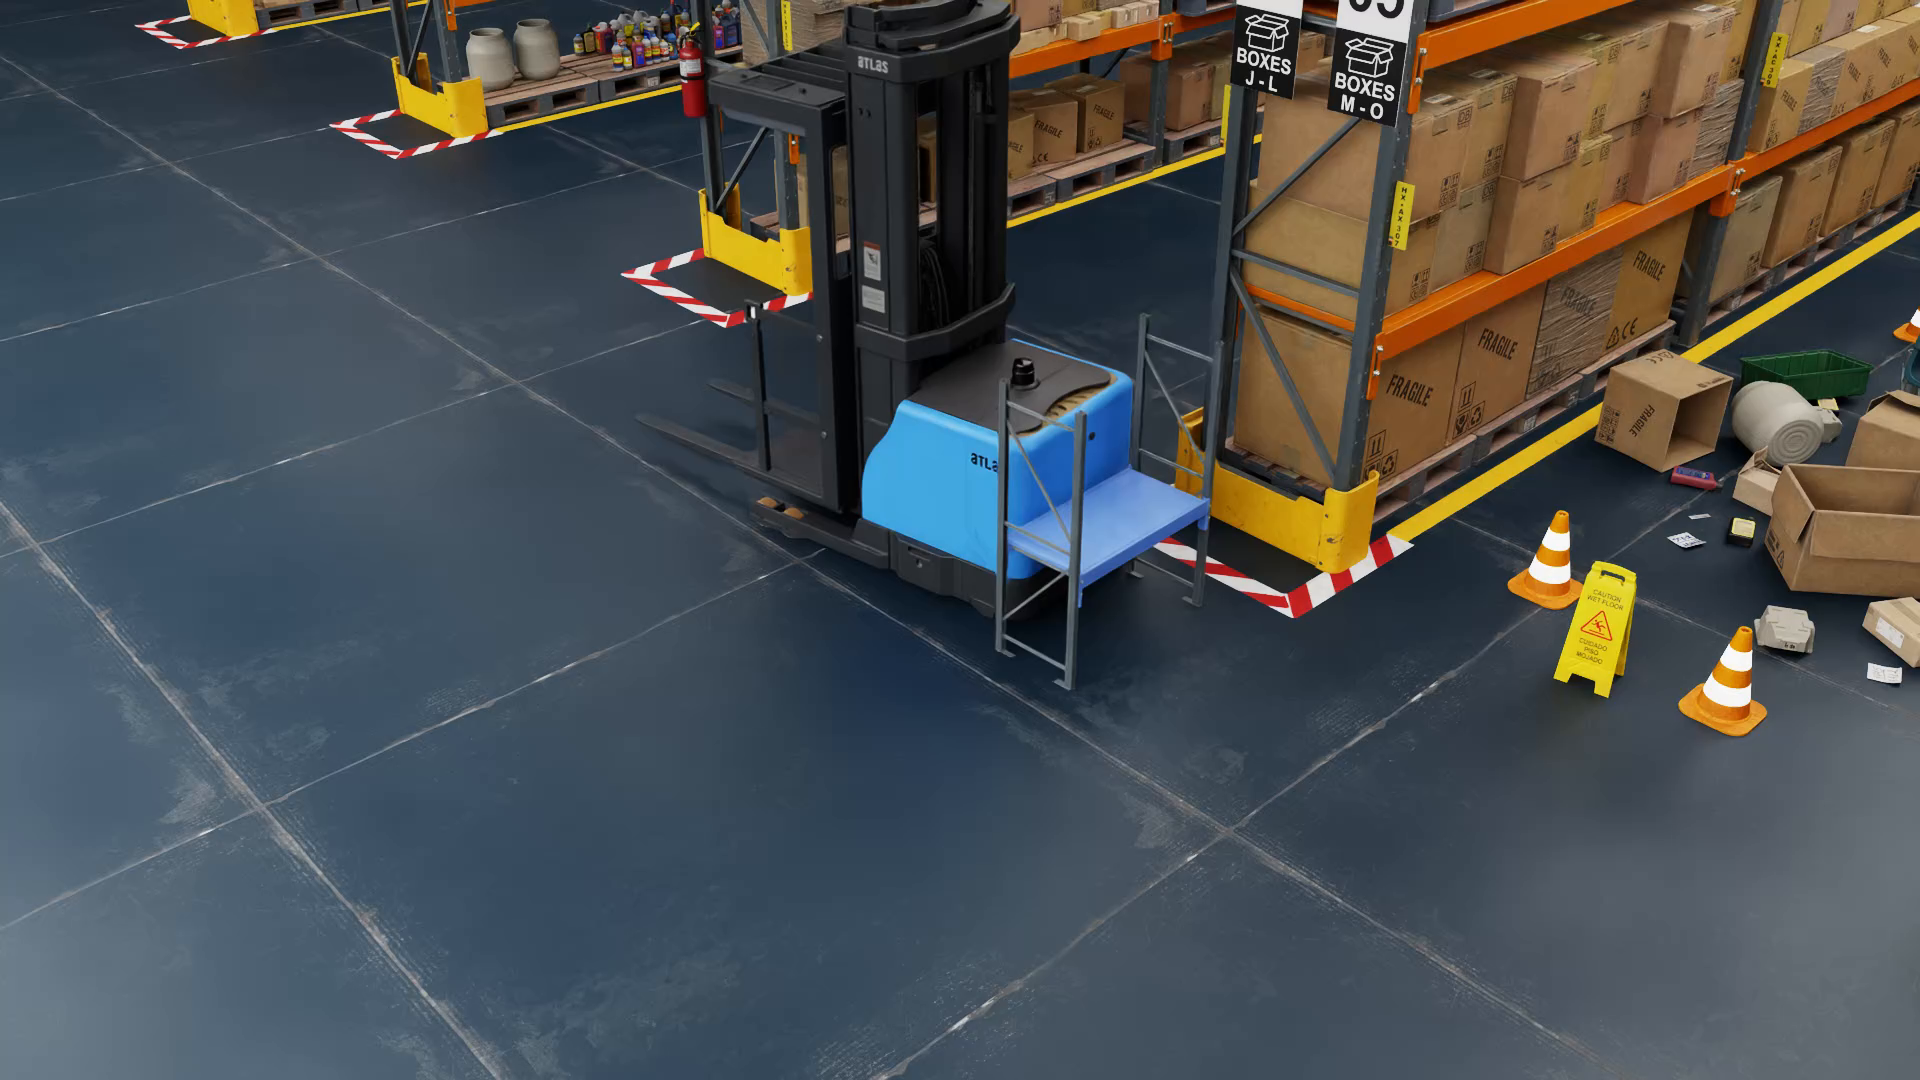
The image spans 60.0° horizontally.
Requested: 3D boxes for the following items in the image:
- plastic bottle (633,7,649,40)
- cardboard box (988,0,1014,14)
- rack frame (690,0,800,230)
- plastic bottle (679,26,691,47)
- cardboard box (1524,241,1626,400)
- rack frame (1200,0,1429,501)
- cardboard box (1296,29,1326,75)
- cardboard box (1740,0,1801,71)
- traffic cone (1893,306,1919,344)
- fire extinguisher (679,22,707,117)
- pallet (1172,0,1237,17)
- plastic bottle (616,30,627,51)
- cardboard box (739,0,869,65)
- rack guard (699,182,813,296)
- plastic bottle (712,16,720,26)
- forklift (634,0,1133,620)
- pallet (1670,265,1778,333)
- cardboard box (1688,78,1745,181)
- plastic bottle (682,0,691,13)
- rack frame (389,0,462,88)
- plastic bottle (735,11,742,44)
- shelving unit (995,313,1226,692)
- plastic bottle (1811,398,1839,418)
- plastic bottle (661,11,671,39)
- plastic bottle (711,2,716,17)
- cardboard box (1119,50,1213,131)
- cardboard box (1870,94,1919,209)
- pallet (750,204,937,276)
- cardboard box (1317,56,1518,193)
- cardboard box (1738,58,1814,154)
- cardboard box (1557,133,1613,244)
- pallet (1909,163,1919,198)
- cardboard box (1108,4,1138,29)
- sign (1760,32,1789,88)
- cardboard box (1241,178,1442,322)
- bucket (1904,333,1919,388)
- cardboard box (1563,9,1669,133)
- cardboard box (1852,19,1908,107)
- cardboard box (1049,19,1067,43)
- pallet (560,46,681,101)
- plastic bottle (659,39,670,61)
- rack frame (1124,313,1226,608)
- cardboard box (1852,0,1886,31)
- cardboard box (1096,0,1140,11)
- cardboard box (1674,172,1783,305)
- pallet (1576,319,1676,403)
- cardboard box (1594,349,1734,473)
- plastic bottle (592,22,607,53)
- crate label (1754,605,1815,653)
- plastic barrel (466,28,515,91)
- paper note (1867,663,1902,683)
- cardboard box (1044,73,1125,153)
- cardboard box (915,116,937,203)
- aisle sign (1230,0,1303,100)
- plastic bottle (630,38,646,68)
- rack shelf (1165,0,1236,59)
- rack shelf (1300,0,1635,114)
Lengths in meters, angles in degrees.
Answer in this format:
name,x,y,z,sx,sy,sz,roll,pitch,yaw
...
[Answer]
name,x,y,z,sx,sy,sz,roll,pitch,yaw
plastic bottle,-3.300,-5.335,17.217,0.185,0.351,0.144,-26,40,-36
cardboard box,-0.063,-4.220,12.895,0.500,0.500,0.875,-26,40,-35
rack frame,-1.541,-3.309,11.786,0.127,3.000,1.000,-26,40,-35
plastic bottle,-2.751,-5.071,16.857,0.135,0.276,0.152,-25,39,-35
cardboard box,3.523,-1.550,10.544,0.875,0.875,0.875,-25,40,-35
rack frame,1.757,-1.376,8.625,0.127,3.000,1.000,-26,40,-35
cardboard box,3.039,-4.617,15.900,0.500,0.500,0.700,-22,38,-32
cardboard box,5.051,-3.442,10.950,0.500,0.500,0.700,-27,40,-36
traffic cone,6.701,-1.610,11.440,0.334,0.463,0.336,-26,40,-35
fire extinguisher,-1.938,-3.412,12.028,0.183,0.674,0.296,-26,40,-35
pallet,2.052,-4.862,14.509,1.213,0.211,1.003,-26,40,-35
plastic bottle,-3.456,-5.104,16.982,0.097,0.201,0.097,0,31,0
cardboard box,-1.119,-3.663,11.985,0.500,0.500,0.875,-26,40,-35
rack guard,-1.485,-2.270,12.483,0.348,0.500,1.175,-26,40,-35
plastic bottle,-2.512,-5.289,17.214,0.135,0.276,0.152,-26,40,-35
forklift,-0.565,-1.457,8.823,3.031,2.935,1.130,22,38,31
pallet,5.205,-1.908,12.167,1.213,0.211,1.003,-26,40,-35
cardboard box,4.428,-2.723,10.684,0.550,0.550,0.875,-26,40,-35
plastic bottle,-2.849,-5.553,17.573,0.185,0.351,0.144,-25,39,-34
rack frame,-4.909,-5.204,14.885,0.127,3.000,1.000,-26,40,-35
plastic bottle,-2.252,-5.342,17.228,0.185,0.351,0.144,-27,41,-37
shelving unit,0.721,-0.192,8.126,0.538,1.500,1.048,27,40,36
plastic bottle,5.514,-0.866,10.607,0.133,0.061,0.283,9,33,15
plastic bottle,-3.070,-5.385,17.375,0.097,0.271,0.097,0,31,0
plastic bottle,-2.653,-5.541,17.618,0.133,0.283,0.061,-26,40,-35
cardboard box,1.857,-4.059,14.987,0.700,0.500,0.500,26,40,35
cardboard box,7.116,-3.251,13.446,0.750,0.750,1.050,-26,40,-36
pallet,-0.865,-2.421,13.007,1.213,0.211,1.003,-26,40,-35
cardboard box,2.396,-2.248,8.872,0.550,0.550,0.875,-26,40,-35
cardboard box,5.259,-2.921,11.056,0.500,0.500,0.500,-25,40,-35
cardboard box,3.244,-2.147,9.742,0.500,0.550,0.875,-26,40,-35
pallet,8.198,-3.301,14.445,1.213,0.211,1.003,-26,40,-35
cardboard box,1.245,-4.347,13.725,0.250,0.149,0.380,-26,40,-35
sign,5.069,-2.986,10.352,0.005,0.325,0.100,-26,40,-35
cardboard box,1.999,-1.589,8.829,0.550,0.550,0.875,-26,40,-35
bucket,6.158,-1.116,9.881,0.620,0.611,0.726,-3,30,-25
cardboard box,3.583,-2.823,9.813,0.550,0.550,0.875,-26,40,-35
cardboard box,6.370,-3.457,11.932,0.500,0.500,0.500,-25,39,-35
cardboard box,0.640,-4.112,13.340,0.250,0.149,0.380,-26,40,-35
pallet,-3.391,-4.776,16.858,1.213,0.211,1.003,-26,40,-35
plastic bottle,-2.970,-4.914,16.671,0.097,0.201,0.097,0,31,0
rack frame,1.075,-0.382,8.438,0.500,1.500,0.032,27,40,36
cardboard box,6.168,-3.983,11.834,0.500,0.500,0.700,-26,40,-36
cardboard box,1.020,-4.762,13.781,0.500,0.500,0.875,-26,40,-35
cardboard box,5.085,-2.269,11.839,0.750,0.750,1.050,-26,40,-36
pallet,4.080,-1.365,11.280,1.213,0.211,1.003,-26,40,-35
cardboard box,4.250,-0.786,10.054,0.500,0.500,0.500,-19,36,-28
plastic bottle,-3.656,-5.128,16.949,0.135,0.276,0.152,-25,40,-35
crate label,4.166,0.450,8.382,0.250,0.136,0.298,9,33,15
plastic barrel,-4.478,-4.584,15.854,0.421,0.512,0.421,0,31,0
paper note,4.537,0.652,8.155,0.148,0.019,0.142,15,34,23
cardboard box,1.072,-3.714,14.442,0.500,0.500,0.500,-27,41,-37
cardboard box,-0.185,-3.077,13.400,0.500,0.500,0.500,-22,38,-31
aisle sign,1.501,-2.575,8.093,0.004,0.787,0.394,-26,40,-35
plastic bottle,-3.189,-4.830,16.455,0.133,0.283,0.061,-25,39,-35
rack shelf,2.859,-5.130,15.454,4.000,0.370,1.077,-26,40,-35
rack shelf,3.224,-3.058,9.190,4.000,0.370,1.077,-26,40,-35
